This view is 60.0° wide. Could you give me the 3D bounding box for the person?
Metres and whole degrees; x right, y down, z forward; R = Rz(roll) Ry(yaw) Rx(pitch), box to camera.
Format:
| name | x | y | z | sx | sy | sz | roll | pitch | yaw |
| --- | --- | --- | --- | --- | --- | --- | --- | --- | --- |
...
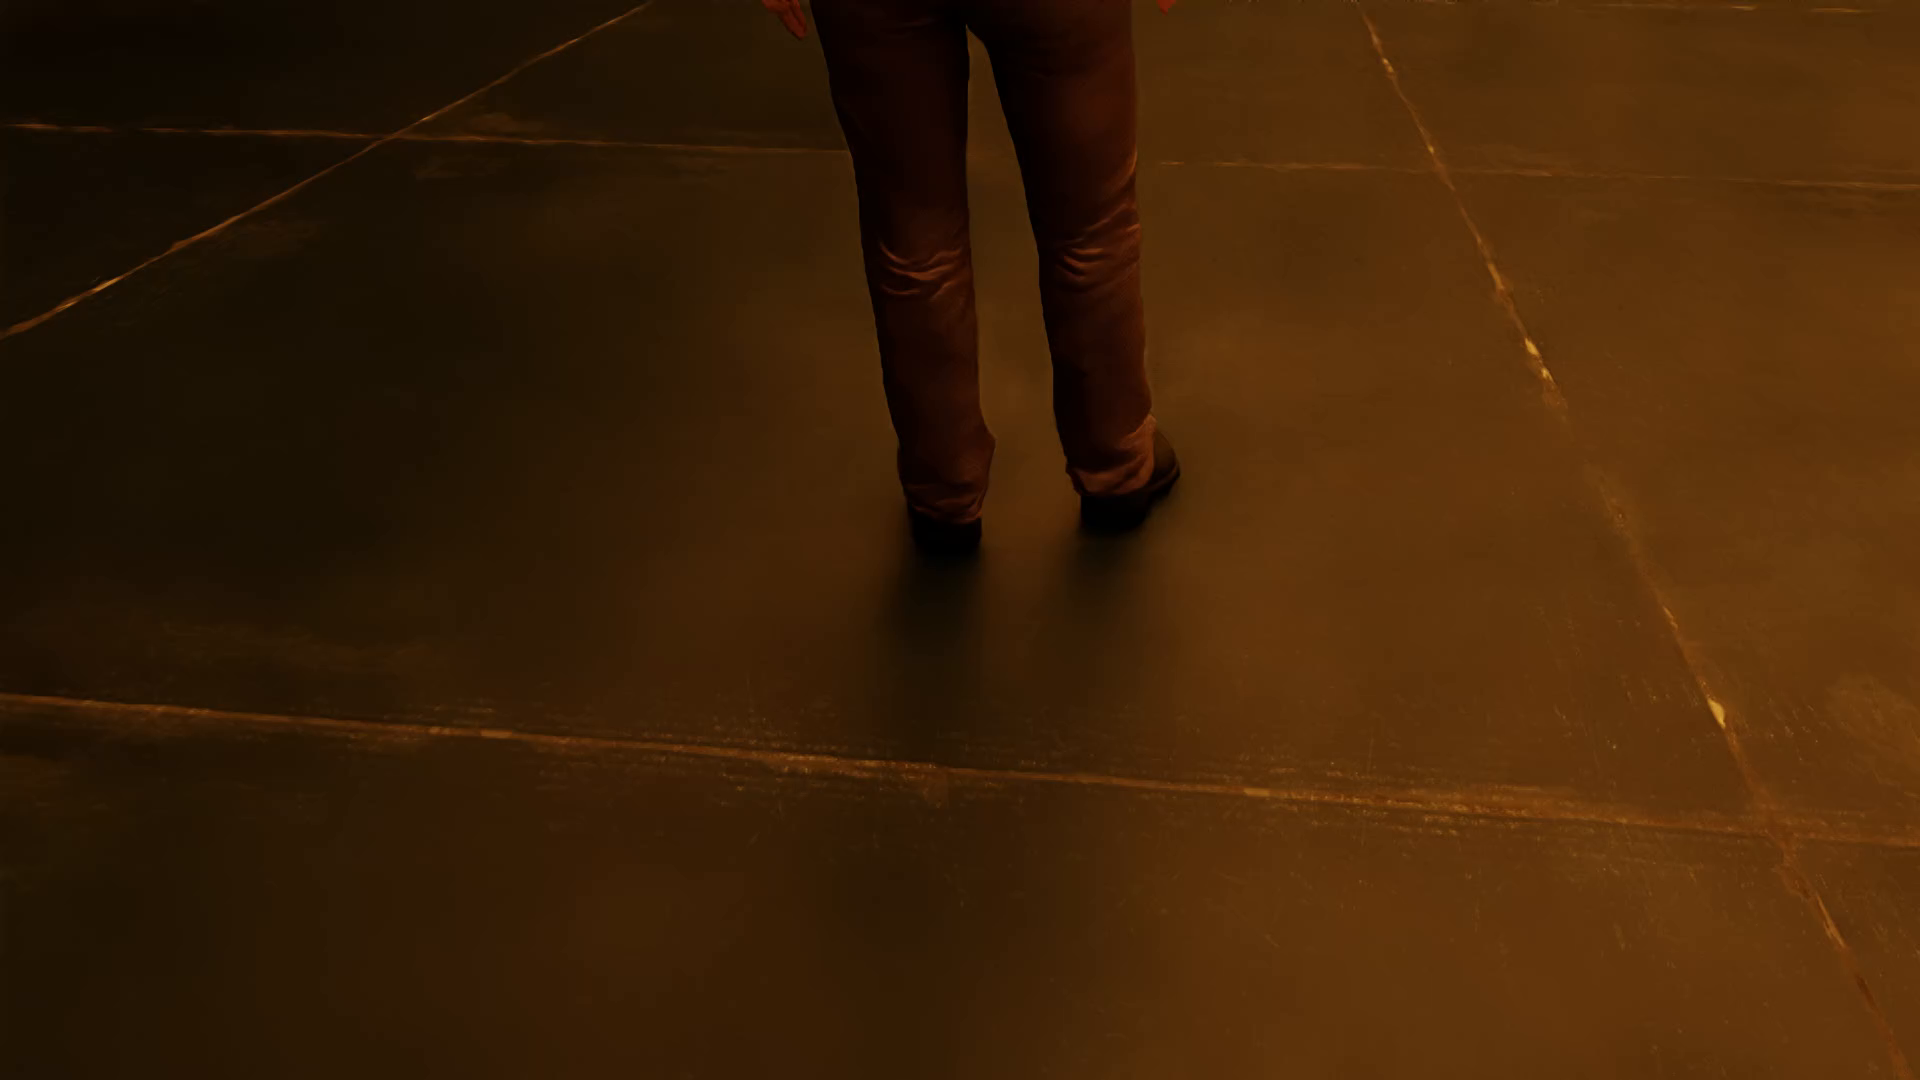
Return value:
| name | x | y | z | sx | sy | sz | roll | pitch | yaw |
| --- | --- | --- | --- | --- | --- | --- | --- | --- | --- |
| person | 0.016 | -0.804 | 2.167 | 0.632 | 1.720 | 0.567 | 3 | 27 | 7 |
